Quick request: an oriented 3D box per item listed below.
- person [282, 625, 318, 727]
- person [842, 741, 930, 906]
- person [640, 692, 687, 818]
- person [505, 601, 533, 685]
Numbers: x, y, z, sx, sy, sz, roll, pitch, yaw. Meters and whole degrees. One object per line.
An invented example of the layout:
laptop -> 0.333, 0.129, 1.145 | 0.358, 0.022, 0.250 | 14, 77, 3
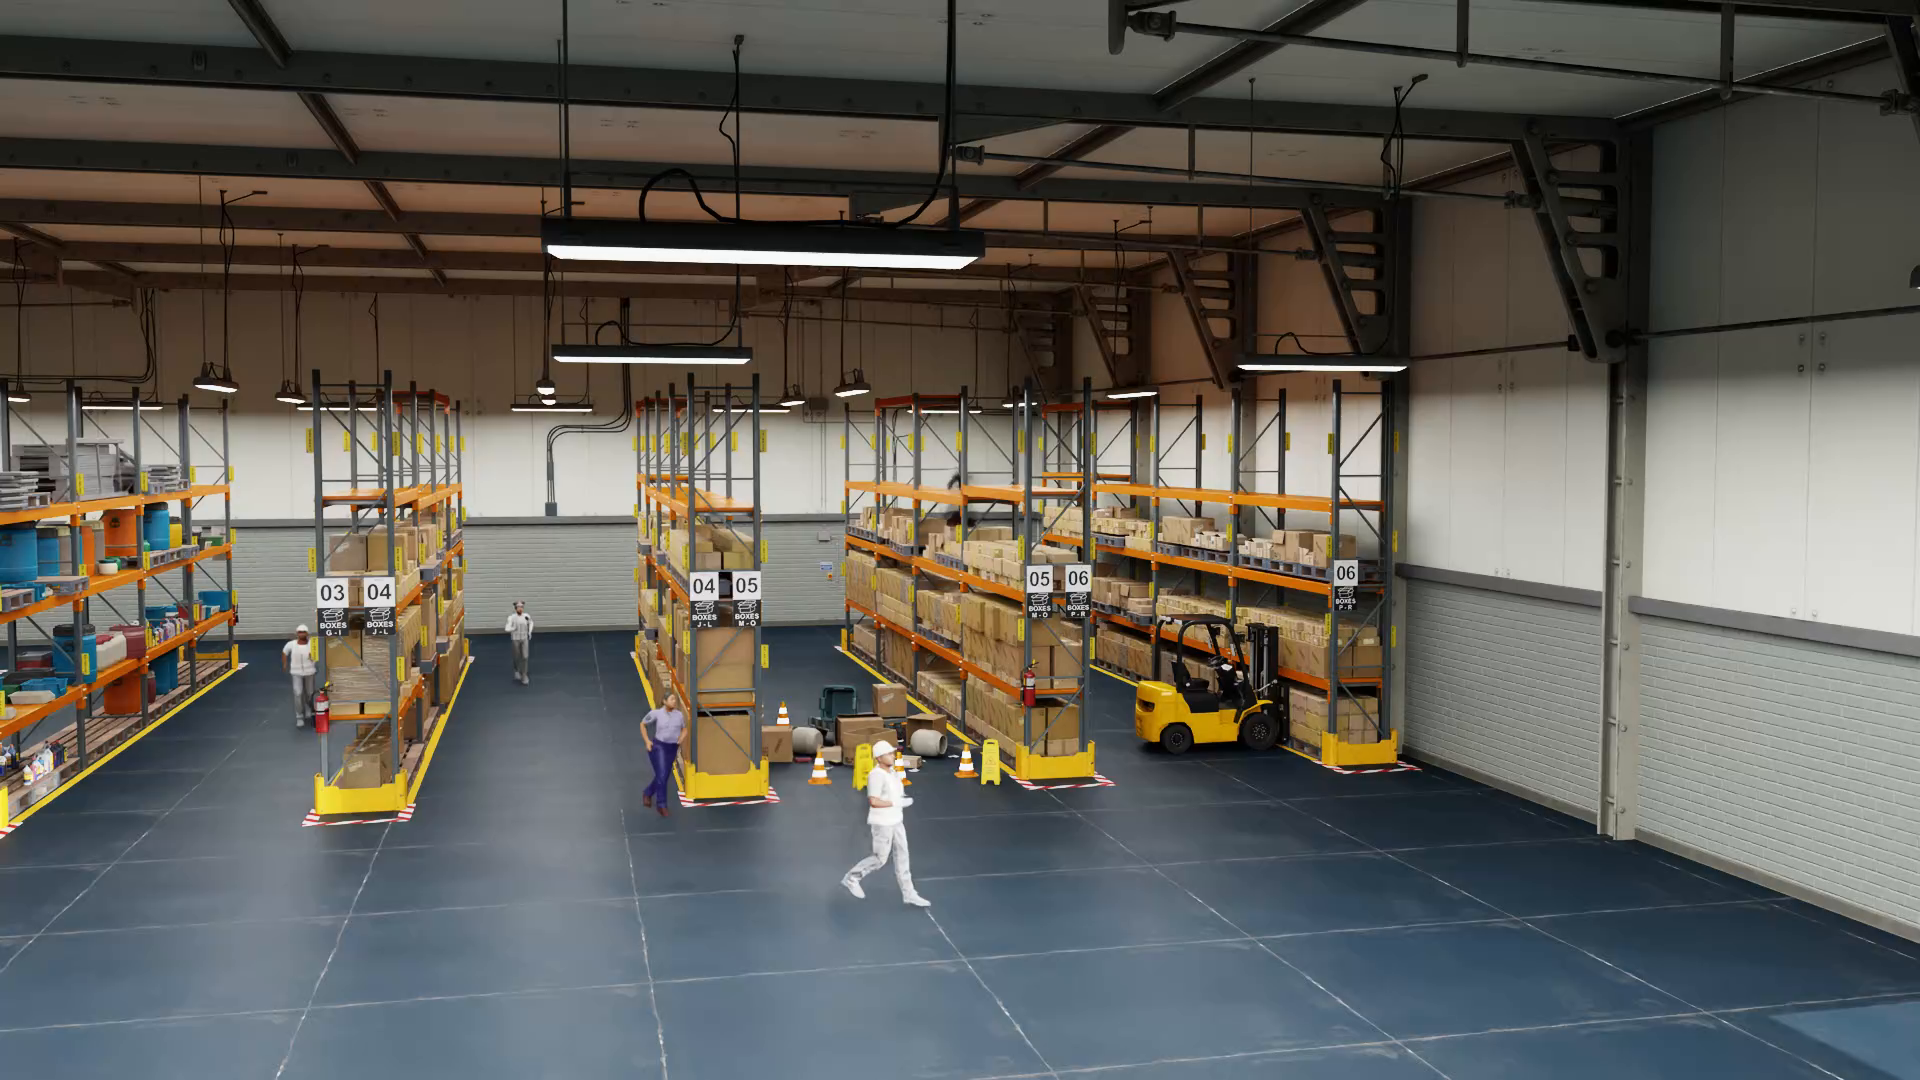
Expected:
person -> -11.699, 2.380, 29.623 | 0.700, 1.754, 0.989 | -1, 4, -23
person -> -0.797, 3.047, 17.907 | 0.982, 1.775, 0.681 | 1, 3, 18
person -> -4.012, 2.896, 22.645 | 0.615, 1.645, 0.807 | -3, 5, -43
person -> -9.229, 2.128, 34.879 | 0.602, 1.734, 0.812 | -1, 4, -21
